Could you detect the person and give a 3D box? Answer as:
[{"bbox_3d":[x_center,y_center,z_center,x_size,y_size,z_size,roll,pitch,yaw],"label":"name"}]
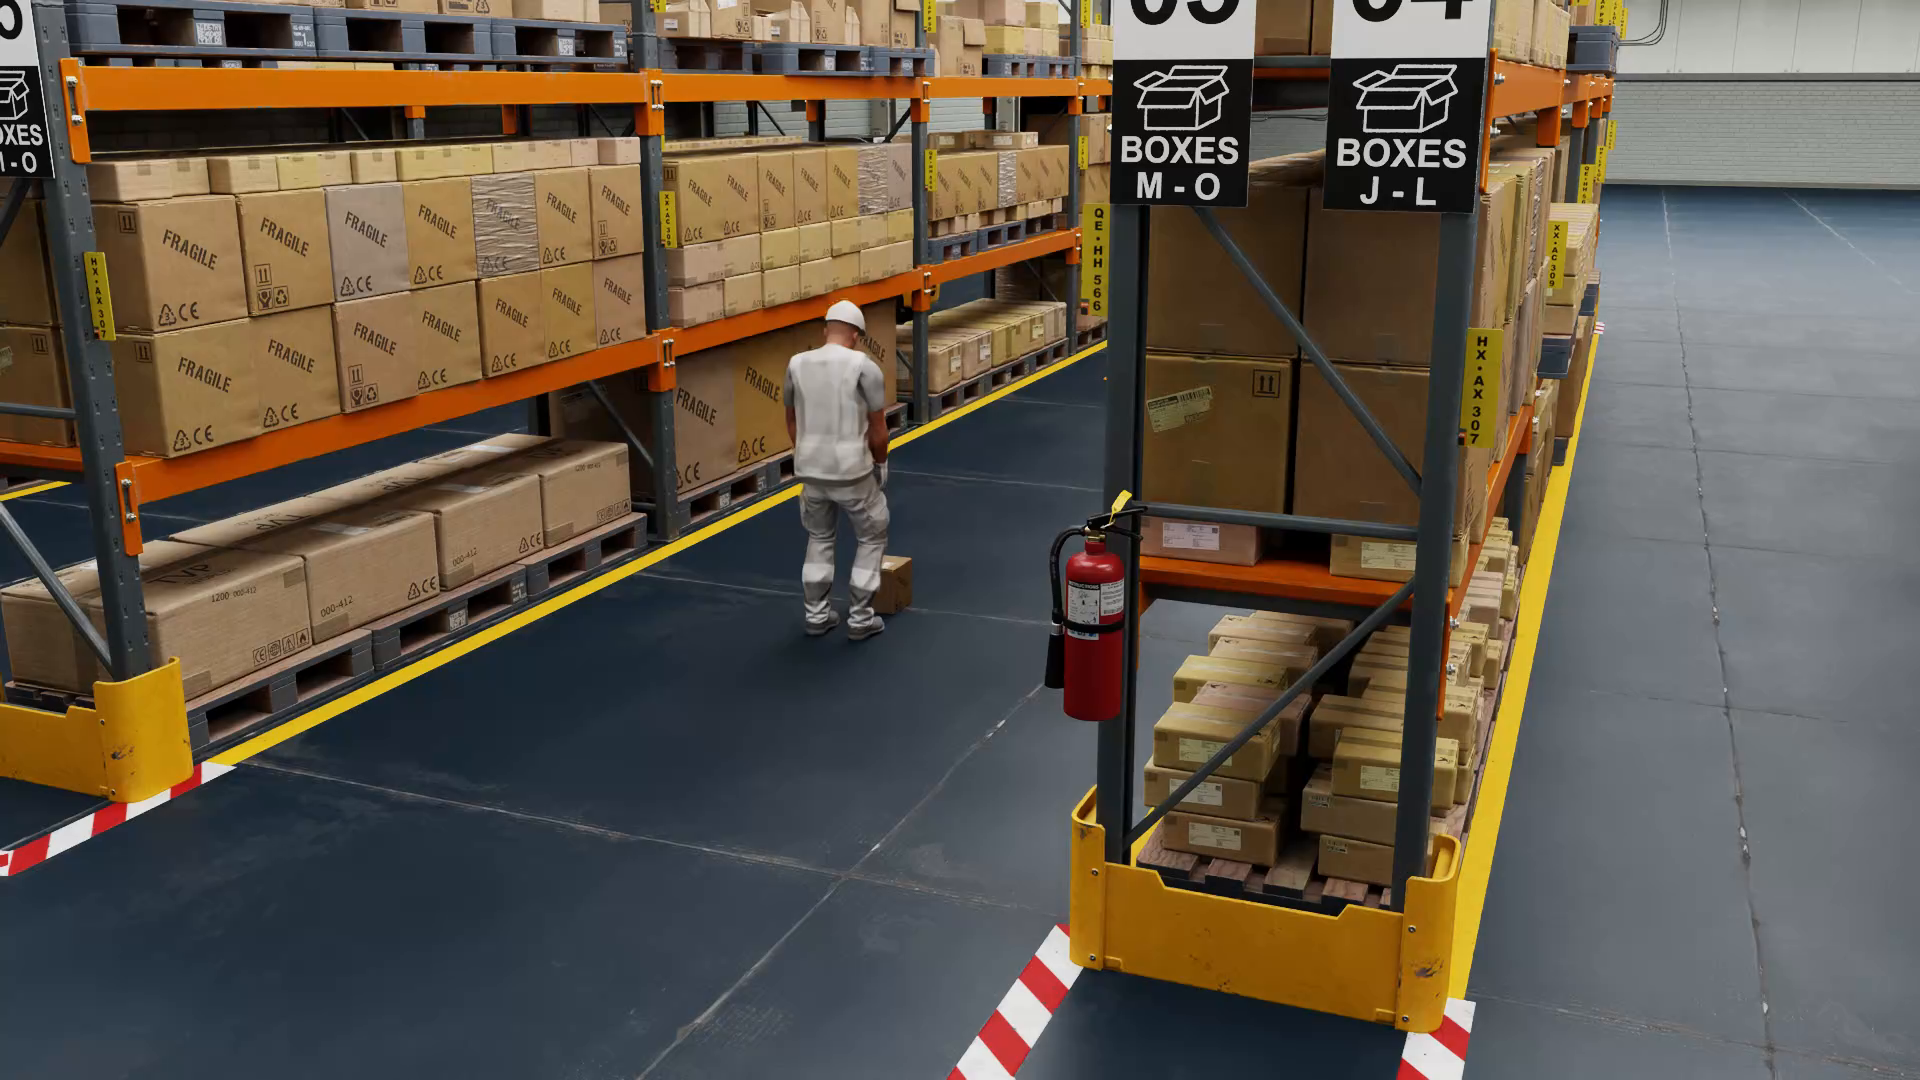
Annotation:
[{"bbox_3d":[-0.621,-0.351,8.442,0.554,1.698,0.516,6,17,22],"label":"person"}]
